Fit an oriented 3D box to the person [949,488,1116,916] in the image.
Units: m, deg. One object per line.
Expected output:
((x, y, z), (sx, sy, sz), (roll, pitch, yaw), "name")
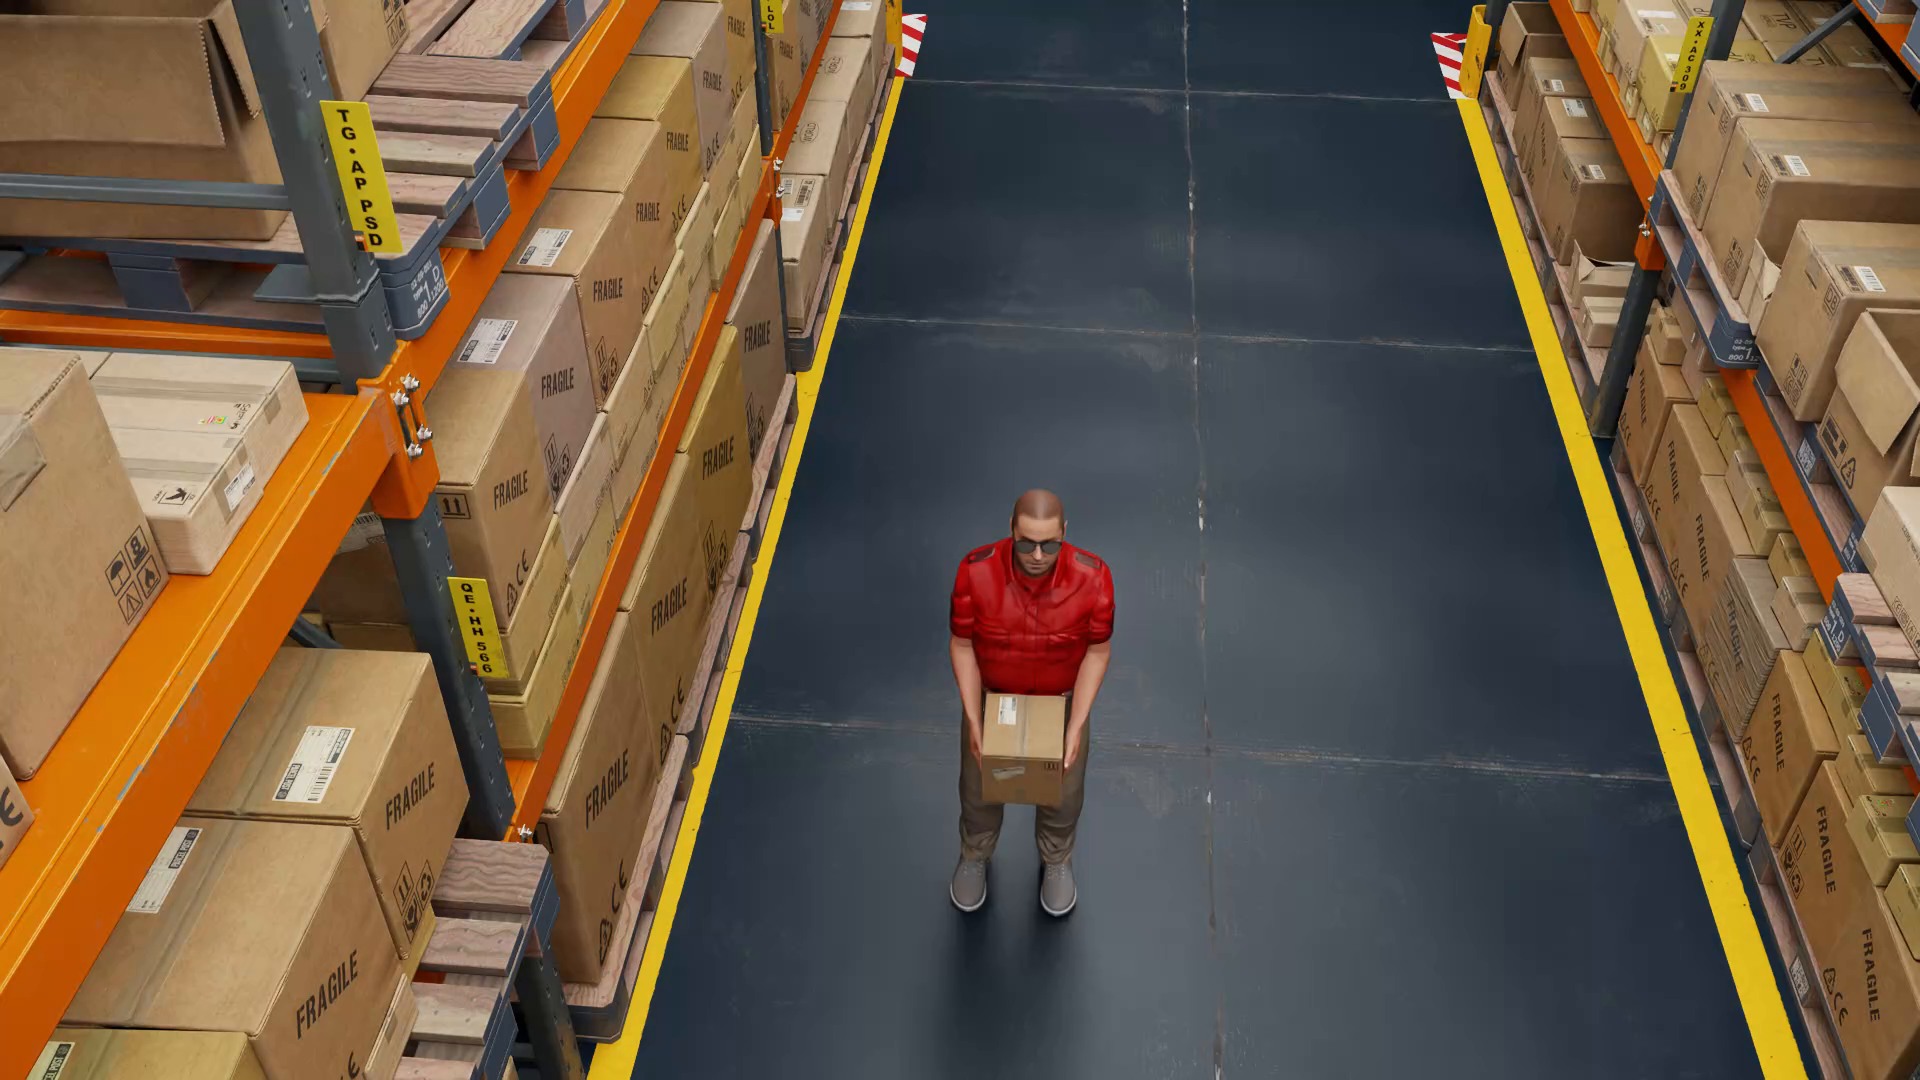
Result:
((0.220, 0.587, 5.458), (0.525, 1.732, 0.496), (3, 40, 3), "person")
